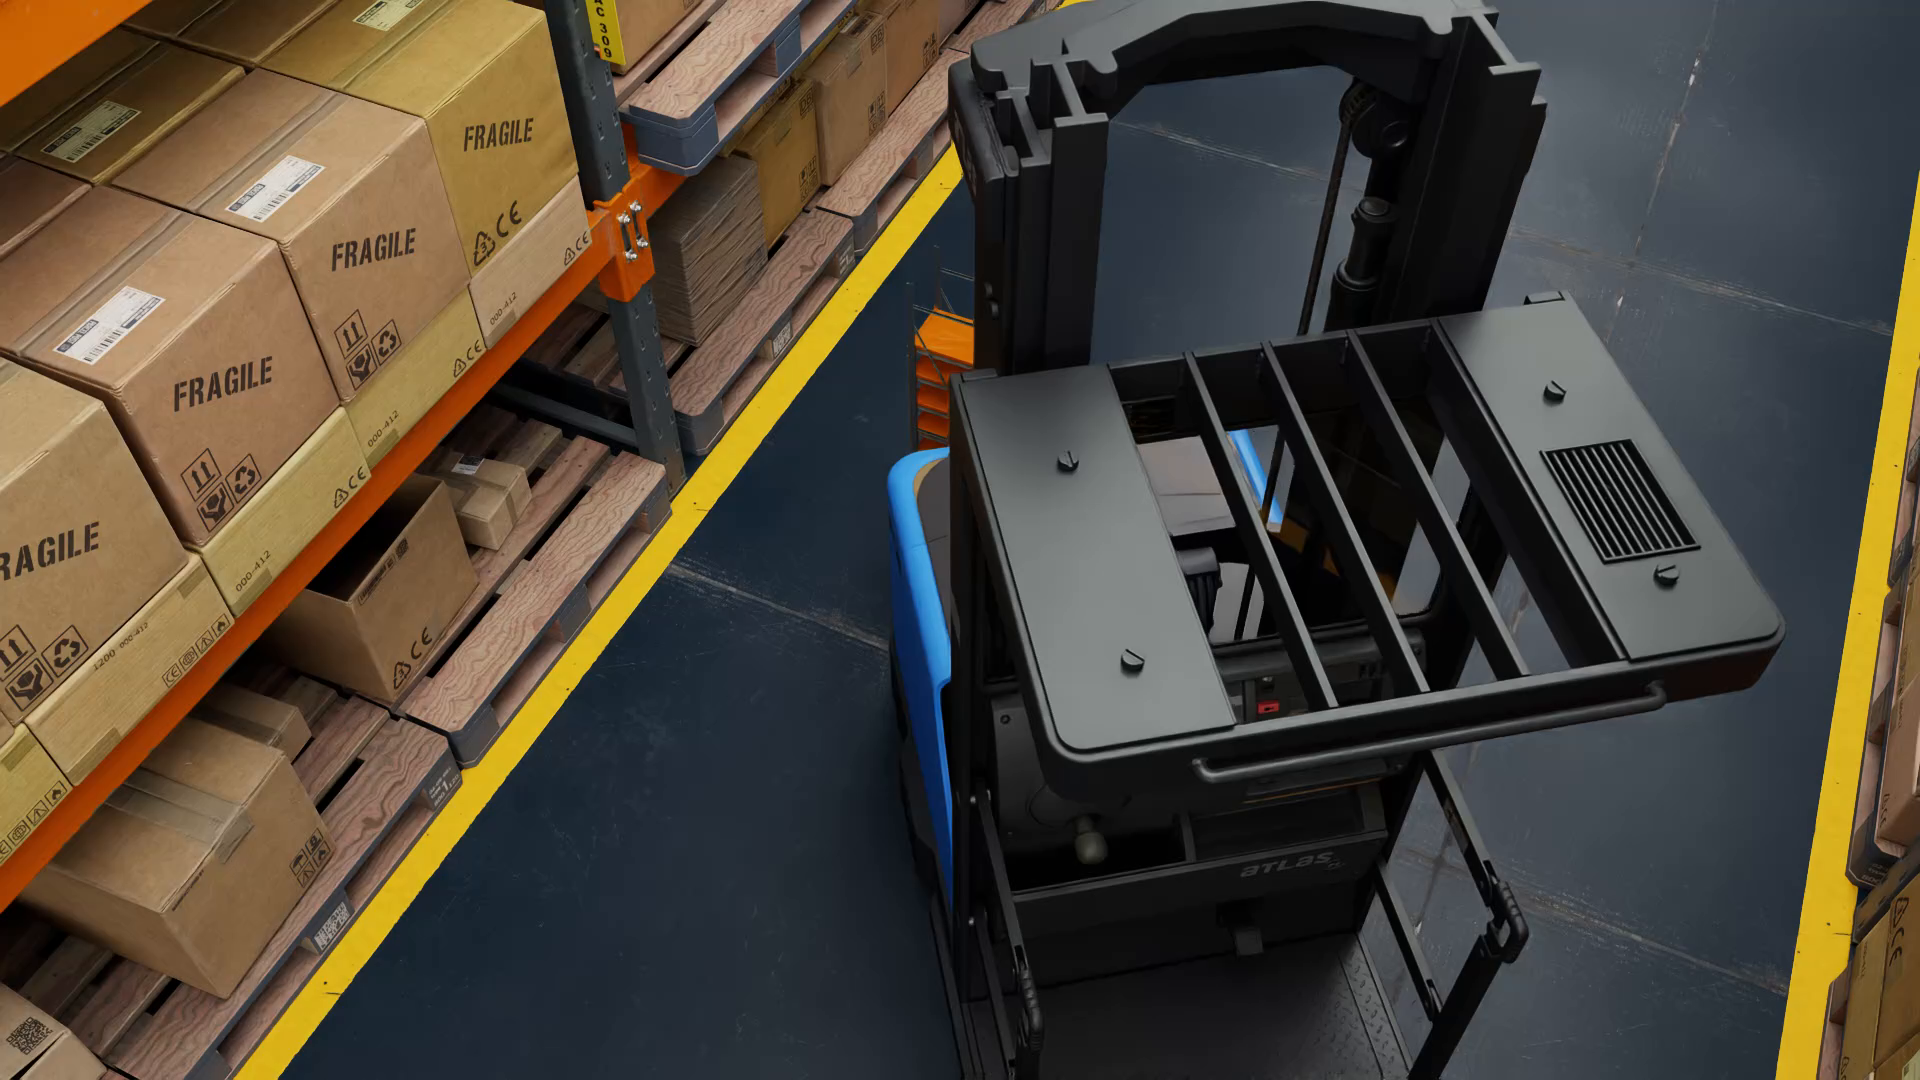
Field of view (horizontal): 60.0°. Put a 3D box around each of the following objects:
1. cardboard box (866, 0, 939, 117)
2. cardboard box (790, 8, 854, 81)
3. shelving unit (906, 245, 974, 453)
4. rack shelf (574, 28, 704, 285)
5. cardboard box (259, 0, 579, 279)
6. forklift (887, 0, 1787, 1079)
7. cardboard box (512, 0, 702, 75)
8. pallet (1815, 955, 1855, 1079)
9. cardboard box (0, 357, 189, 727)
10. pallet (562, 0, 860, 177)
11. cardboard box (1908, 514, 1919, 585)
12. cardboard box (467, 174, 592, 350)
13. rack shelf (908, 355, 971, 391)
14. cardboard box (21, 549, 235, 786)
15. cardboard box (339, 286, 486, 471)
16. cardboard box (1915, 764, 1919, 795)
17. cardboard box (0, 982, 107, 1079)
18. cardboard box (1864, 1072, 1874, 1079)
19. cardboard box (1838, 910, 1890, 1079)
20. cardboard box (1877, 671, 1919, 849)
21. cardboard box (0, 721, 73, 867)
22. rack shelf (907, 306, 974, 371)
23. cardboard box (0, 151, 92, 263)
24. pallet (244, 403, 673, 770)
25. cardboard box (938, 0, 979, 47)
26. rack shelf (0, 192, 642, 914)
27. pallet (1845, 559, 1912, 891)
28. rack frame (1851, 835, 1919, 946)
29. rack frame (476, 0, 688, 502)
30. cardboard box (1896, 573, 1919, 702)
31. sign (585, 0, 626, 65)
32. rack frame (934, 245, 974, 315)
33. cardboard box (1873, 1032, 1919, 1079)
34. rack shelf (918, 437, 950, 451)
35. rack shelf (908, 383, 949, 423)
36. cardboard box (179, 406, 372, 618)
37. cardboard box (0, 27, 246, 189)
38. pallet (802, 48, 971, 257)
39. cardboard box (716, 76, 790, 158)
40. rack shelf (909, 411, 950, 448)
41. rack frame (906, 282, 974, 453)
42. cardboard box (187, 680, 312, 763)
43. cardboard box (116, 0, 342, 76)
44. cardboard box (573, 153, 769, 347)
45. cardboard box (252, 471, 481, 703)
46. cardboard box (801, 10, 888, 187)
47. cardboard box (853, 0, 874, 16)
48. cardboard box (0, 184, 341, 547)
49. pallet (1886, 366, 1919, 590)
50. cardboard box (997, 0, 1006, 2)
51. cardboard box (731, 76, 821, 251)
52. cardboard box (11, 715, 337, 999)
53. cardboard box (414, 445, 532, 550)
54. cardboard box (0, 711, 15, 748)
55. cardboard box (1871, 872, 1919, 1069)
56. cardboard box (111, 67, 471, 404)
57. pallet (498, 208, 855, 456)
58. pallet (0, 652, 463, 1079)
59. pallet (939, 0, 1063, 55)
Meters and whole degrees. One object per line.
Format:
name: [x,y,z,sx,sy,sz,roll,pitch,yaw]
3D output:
cardboard box: [-0.513,-2.210,7.014,0.700,0.500,0.500,20,52,16]
cardboard box: [-0.746,-2.056,6.390,0.500,0.250,0.500,18,52,15]
shelving unit: [-0.006,-0.379,5.285,0.258,1.200,0.189,20,52,16]
rack shelf: [-0.595,-2.449,6.336,1.077,0.370,4.000,20,52,16]
cardboard box: [-1.372,-1.079,4.292,0.500,0.500,0.500,20,52,16]
forklift: [0.572,0.544,3.363,1.130,2.935,3.031,-8,50,-7]
cardboard box: [-1.201,-1.819,4.974,0.700,0.500,0.500,20,52,16]
pallet: [2.653,1.742,4.129,1.003,0.211,1.213,20,52,16]
cardboard box: [-2.026,-0.032,3.401,0.500,0.500,0.500,21,53,17]
pallet: [-0.991,-1.721,5.371,1.003,0.211,1.213,20,52,16]
cardboard box: [3.382,-0.020,5.328,0.500,0.250,0.500,21,53,17]
cardboard box: [-1.378,-0.838,4.579,0.500,0.250,0.500,20,52,16]
rack shelf: [-0.006,-0.506,5.136,0.258,0.103,0.180,20,52,16]
cardboard box: [-2.013,0.201,3.695,0.500,0.250,0.500,20,53,16]
cardboard box: [-1.598,-0.497,4.289,0.500,0.250,0.500,20,52,16]
cardboard box: [2.945,0.506,4.512,0.500,0.311,0.500,20,52,16]
cardboard box: [-2.538,1.339,4.118,0.500,0.311,0.500,24,54,19]
cardboard box: [2.341,1.623,3.929,0.500,0.250,0.500,20,52,16]
cardboard box: [2.559,1.280,4.221,0.500,0.250,0.500,20,52,16]
cardboard box: [2.946,0.680,4.732,0.500,0.250,0.500,19,52,16]
cardboard box: [-2.231,0.548,3.399,0.500,0.250,0.500,19,52,16]
rack shelf: [-0.006,-0.583,5.044,0.258,0.103,0.180,20,52,16]
cardboard box: [-2.281,-0.553,3.844,0.500,0.500,0.500,21,53,17]
pallet: [-1.704,0.073,5.549,1.003,0.211,1.213,20,52,16]
cardboard box: [-0.326,-2.562,7.313,0.700,0.500,0.500,20,52,16]
rack shelf: [-2.304,0.306,3.993,1.077,0.370,4.000,20,52,16]
pallet: [3.310,0.688,5.026,1.003,0.211,1.213,20,52,16]
rack frame: [3.031,0.305,3.521,1.000,3.000,0.127,20,52,16]
rack frame: [-1.450,-1.305,4.891,1.000,3.000,0.127,20,52,16]
cardboard box: [3.164,0.332,5.028,0.500,0.250,0.500,19,52,16]
sign: [-0.956,-1.414,4.415,0.100,0.325,0.005,20,52,16]
rack frame: [0.033,-0.442,5.338,0.240,1.200,0.006,20,52,16]
cardboard box: [2.343,1.381,3.643,0.500,0.500,0.500,20,52,16]
rack shelf: [-0.006,-0.272,5.410,0.258,0.103,0.180,20,52,16]
rack shelf: [-0.006,-0.428,5.227,0.258,0.103,0.180,20,52,16]
cardboard box: [-1.799,-0.146,3.990,0.500,0.250,0.500,20,52,16]
cardboard box: [-2.064,-0.895,4.135,0.500,0.500,0.500,20,52,16]
pallet: [-0.598,-1.781,7.127,1.003,0.211,1.213,20,52,16]
cardboard box: [-0.965,-1.697,6.084,0.500,0.250,0.500,19,52,15]
rack shelf: [-0.006,-0.350,5.318,0.258,0.103,0.180,20,52,16]
rack frame: [-0.045,-0.316,5.231,0.240,1.200,0.006,20,52,16]
cardboard box: [-2.151,0.572,4.877,0.380,0.149,0.250,16,51,13]
cardboard box: [-1.839,-1.250,4.437,0.500,0.500,0.500,19,52,15]
cardboard box: [-1.150,-1.149,6.111,0.700,0.500,0.500,21,53,17]
cardboard box: [-1.857,0.091,5.056,0.500,0.500,0.500,16,52,13]
cardboard box: [-0.720,-1.860,6.715,0.700,0.500,0.500,20,53,16]
cardboard box: [-0.517,-2.394,6.677,0.500,0.250,0.500,20,52,16]
cardboard box: [-1.805,-0.390,3.706,0.500,0.500,0.500,18,52,15]
pallet: [3.830,-0.155,5.743,1.003,0.211,1.213,20,52,16]
cardboard box: [-0.001,-2.879,7.582,0.700,0.500,0.500,20,53,17]
cardboard box: [-0.975,-1.522,6.428,0.700,0.500,0.500,19,52,15]
cardboard box: [-2.179,0.789,4.462,0.700,0.500,0.500,17,52,14]
cardboard box: [-1.651,-0.151,5.480,0.380,0.166,0.250,14,51,11]
cardboard box: [-2.236,0.327,3.095,0.500,0.500,0.500,18,52,15]
cardboard box: [2.550,1.034,3.938,0.500,0.500,0.500,20,52,16]
cardboard box: [-1.580,-0.734,3.998,0.500,0.500,0.500,20,52,16]
pallet: [-1.118,-0.938,6.409,1.003,0.211,1.213,20,52,16]
pallet: [-2.224,0.916,4.832,1.003,0.211,1.213,20,52,16]
pallet: [-0.076,-2.618,7.839,1.003,0.211,1.213,20,52,16]
